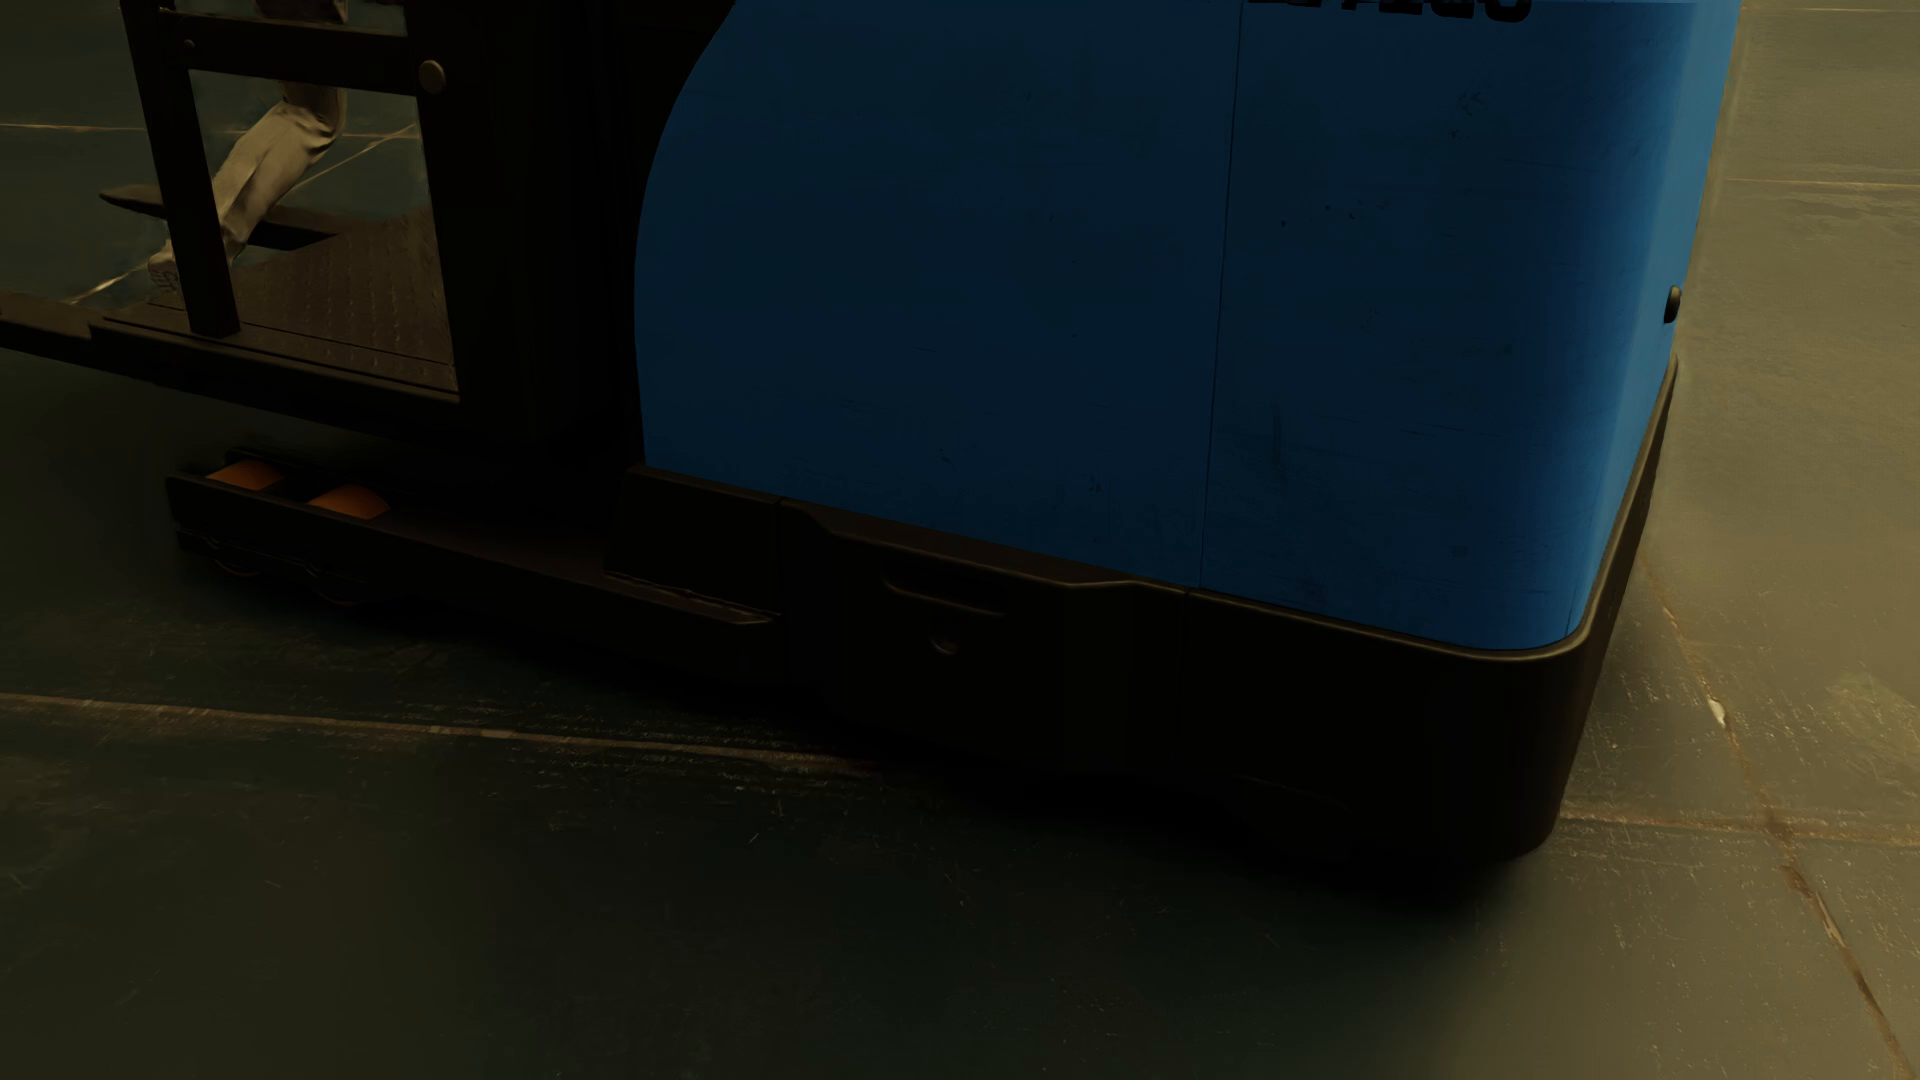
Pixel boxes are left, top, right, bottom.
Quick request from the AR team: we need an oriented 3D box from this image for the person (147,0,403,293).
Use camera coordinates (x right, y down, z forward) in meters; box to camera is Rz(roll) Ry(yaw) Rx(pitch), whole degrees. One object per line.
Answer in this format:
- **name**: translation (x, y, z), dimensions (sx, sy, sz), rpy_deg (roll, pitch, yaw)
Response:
- **person**: translation (-1.030, -1.117, 2.982), dimensions (0.819, 1.518, 0.819), rpy_deg (11, 29, 21)

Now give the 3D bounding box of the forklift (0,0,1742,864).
- **forklift**: translation (-0.550, -1.415, 2.053), dimensions (3.031, 2.935, 1.130), rpy_deg (13, 29, 24)
